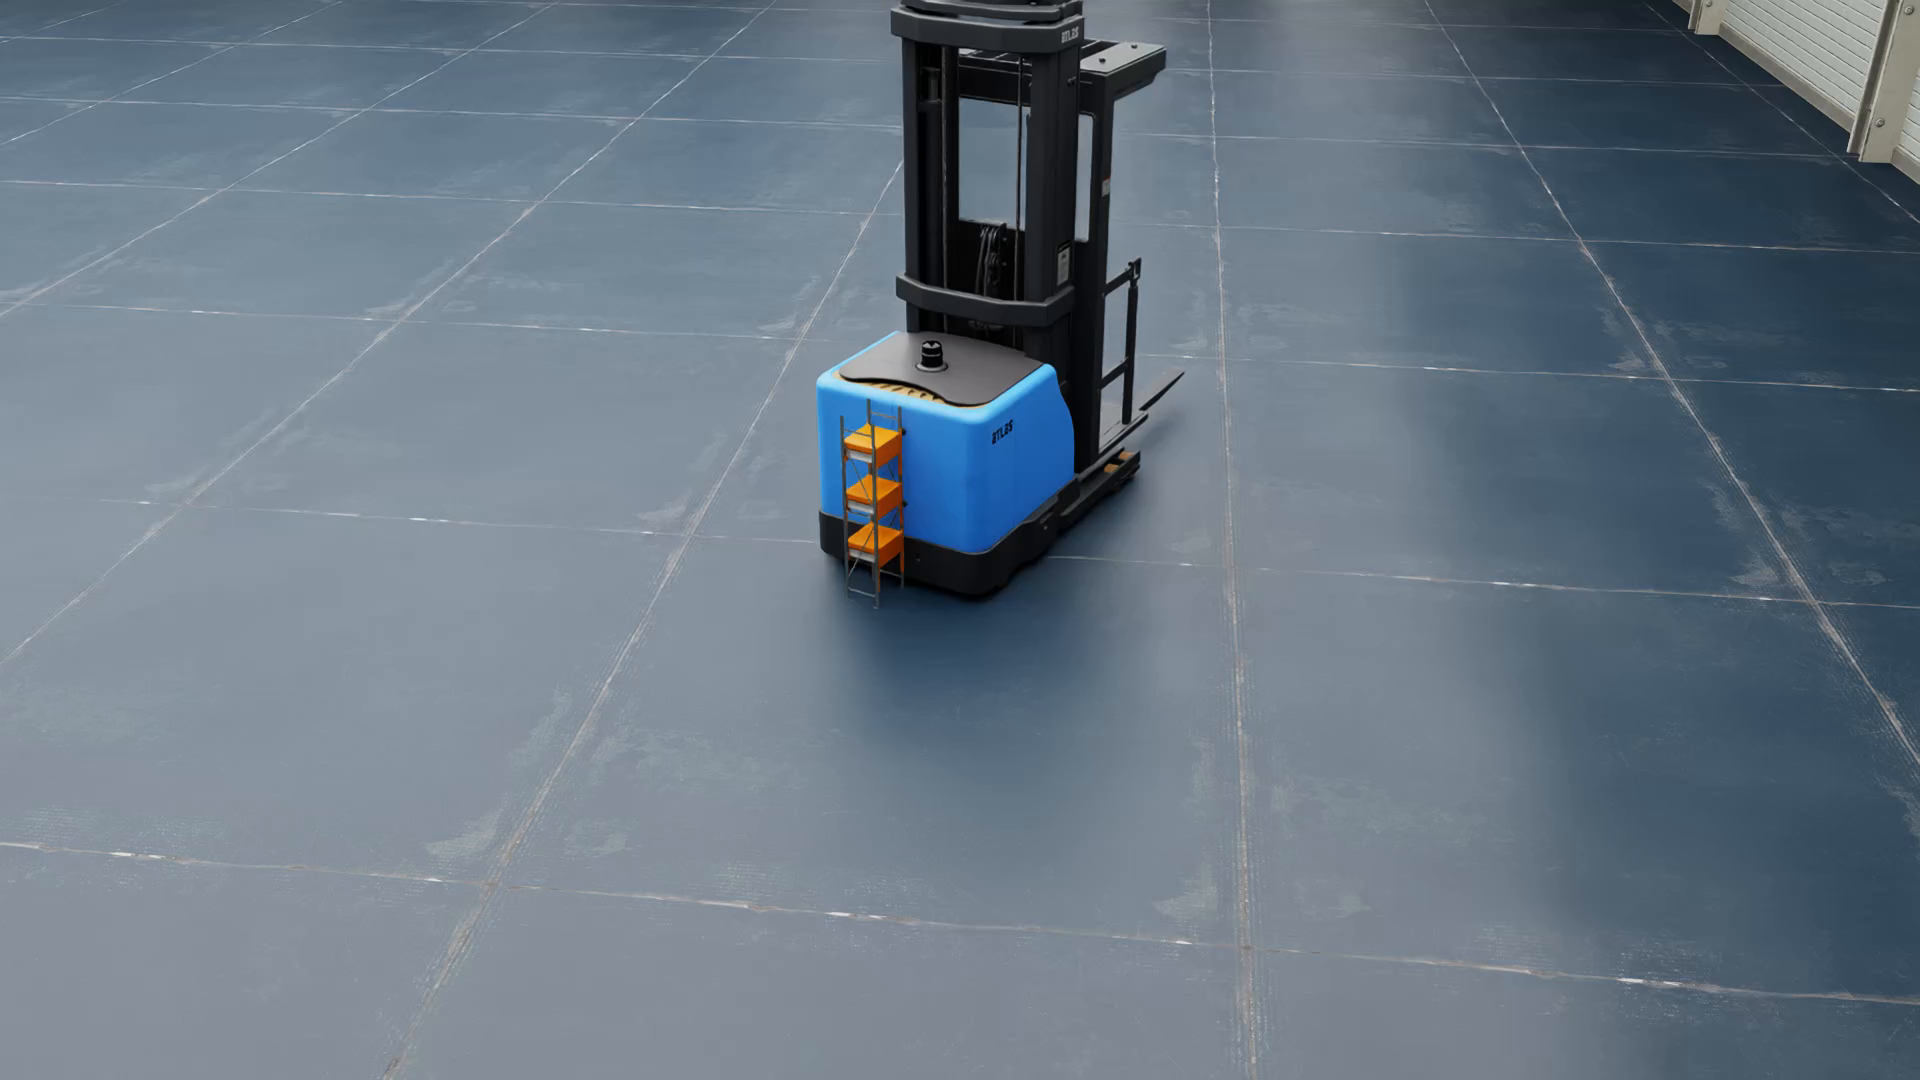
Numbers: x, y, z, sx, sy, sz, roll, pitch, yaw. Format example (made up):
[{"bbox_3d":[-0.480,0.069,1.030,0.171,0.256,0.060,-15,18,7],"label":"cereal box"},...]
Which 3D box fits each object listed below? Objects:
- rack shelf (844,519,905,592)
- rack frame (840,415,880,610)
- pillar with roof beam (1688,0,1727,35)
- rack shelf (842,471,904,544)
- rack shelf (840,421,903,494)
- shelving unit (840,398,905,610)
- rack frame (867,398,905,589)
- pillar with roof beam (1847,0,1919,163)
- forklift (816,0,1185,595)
[{"bbox_3d":[-0.442,0.077,8.608,0.215,0.259,0.240,15,32,26],"label":"rack shelf"},{"bbox_3d":[-0.503,-0.127,8.378,0.200,1.050,0.008,15,32,26],"label":"rack frame"},{"bbox_3d":[5.305,-10.758,19.732,9.100,9.000,0.400,3,28,6],"label":"pillar with roof beam"},{"bbox_3d":[-0.442,-0.167,8.476,0.215,0.259,0.240,15,32,26],"label":"rack shelf"},{"bbox_3d":[-0.442,-0.417,8.341,0.215,0.259,0.240,15,32,26],"label":"rack shelf"},{"bbox_3d":[-0.442,-0.177,8.471,0.215,1.050,0.252,15,32,26],"label":"shelving unit"},{"bbox_3d":[-0.380,-0.227,8.564,0.200,1.050,0.008,15,32,26],"label":"rack frame"},{"bbox_3d":[4.570,-7.934,14.489,9.100,9.000,0.400,3,28,6],"label":"pillar with roof beam"},{"bbox_3d":[0.418,-1.672,9.263,1.130,2.935,3.031,15,32,26],"label":"forklift"}]
